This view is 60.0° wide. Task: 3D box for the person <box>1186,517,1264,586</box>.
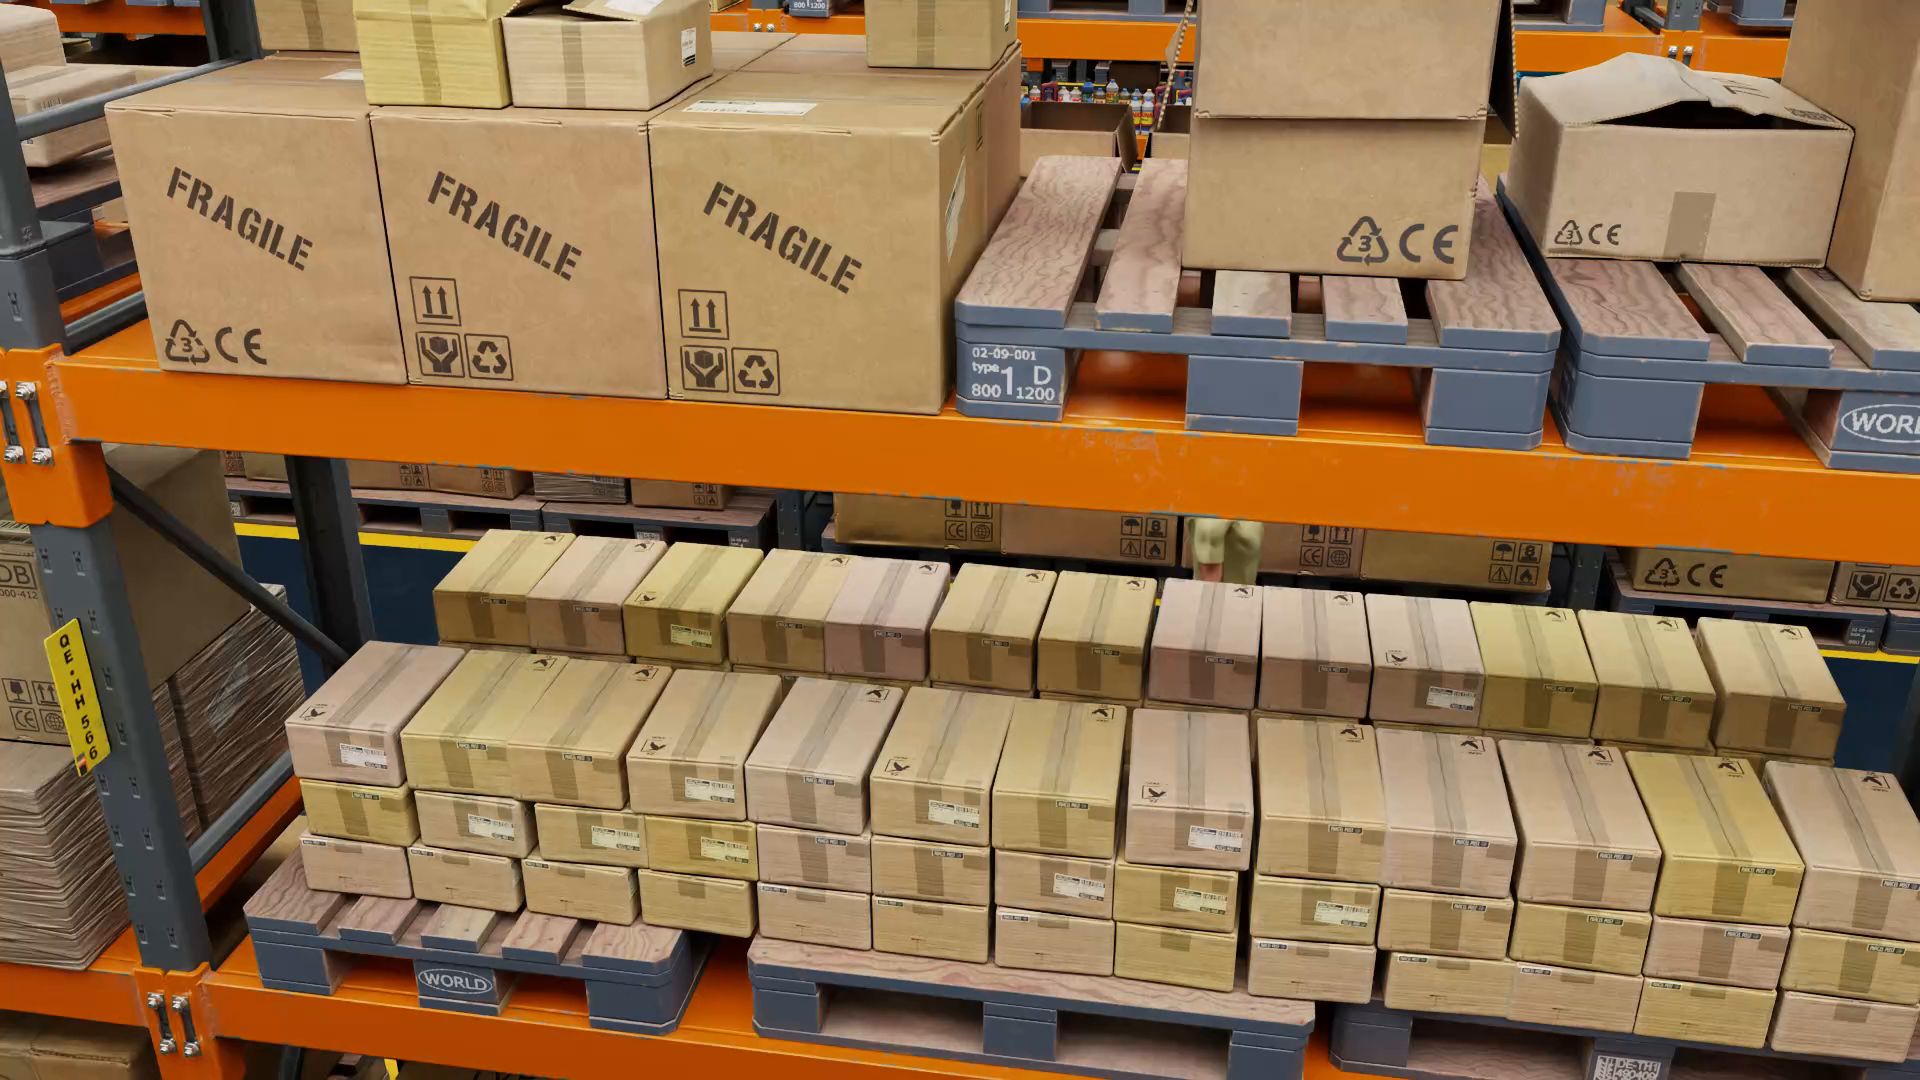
[{"bbox_3d":[0.993,0.307,6.460,0.365,1.674,0.443,5,25,10],"label":"person"}]
